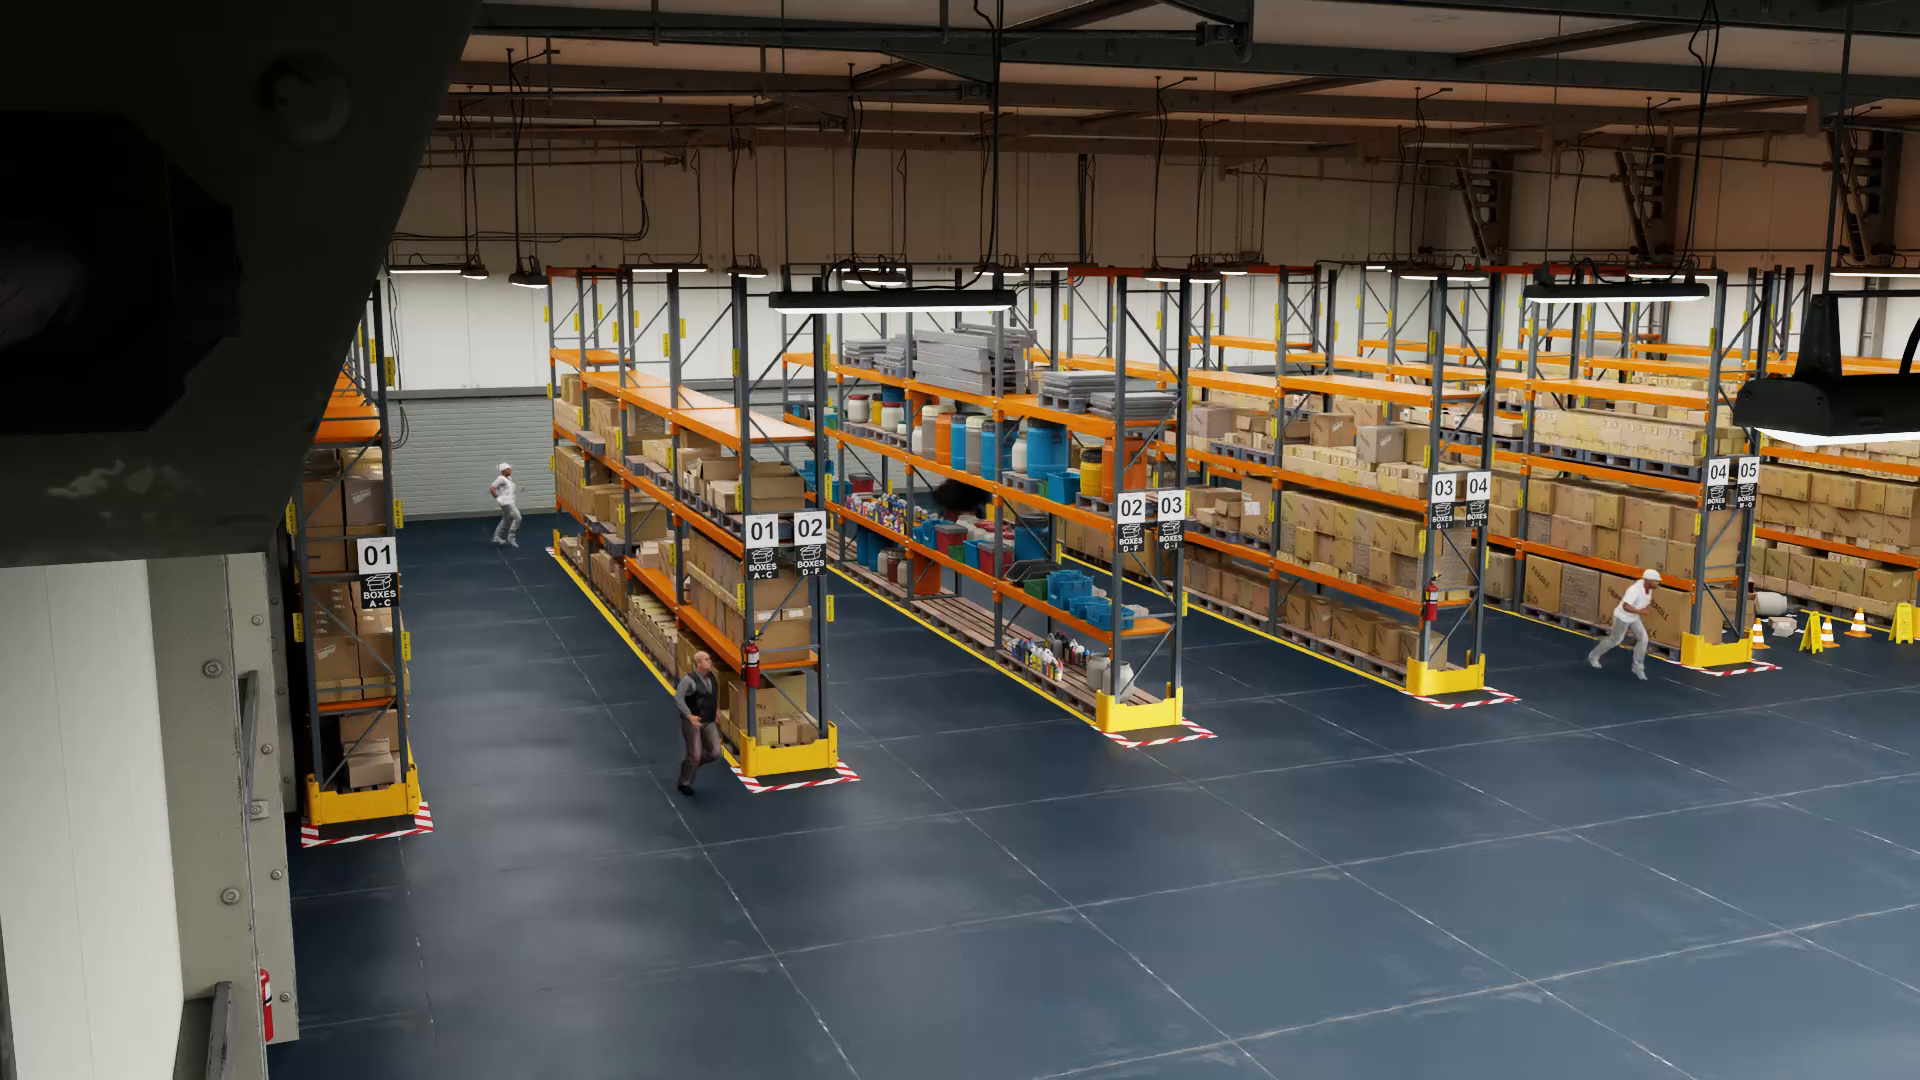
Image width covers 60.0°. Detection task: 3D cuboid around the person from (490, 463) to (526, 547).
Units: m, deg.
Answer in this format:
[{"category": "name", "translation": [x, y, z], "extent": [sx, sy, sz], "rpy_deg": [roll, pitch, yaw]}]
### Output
[{"category": "person", "translation": [-9.730, -0.747, 35.809], "extent": [0.749, 1.825, 0.664], "rpy_deg": [-1, 10, -8]}]

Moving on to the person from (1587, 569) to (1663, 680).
[{"category": "person", "translation": [9.965, 1.232, 24.927], "extent": [1.045, 1.717, 0.747], "rpy_deg": [10, 14, 44]}]

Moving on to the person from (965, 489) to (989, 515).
[{"category": "person", "translation": [0.653, -1.451, 39.812], "extent": [1.045, 1.815, 0.725], "rpy_deg": [2, 10, 9]}]

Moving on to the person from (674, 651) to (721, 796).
[{"category": "person", "translation": [-3.041, 2.143, 19.628], "extent": [0.517, 1.665, 0.711], "rpy_deg": [8, 13, 40]}]
